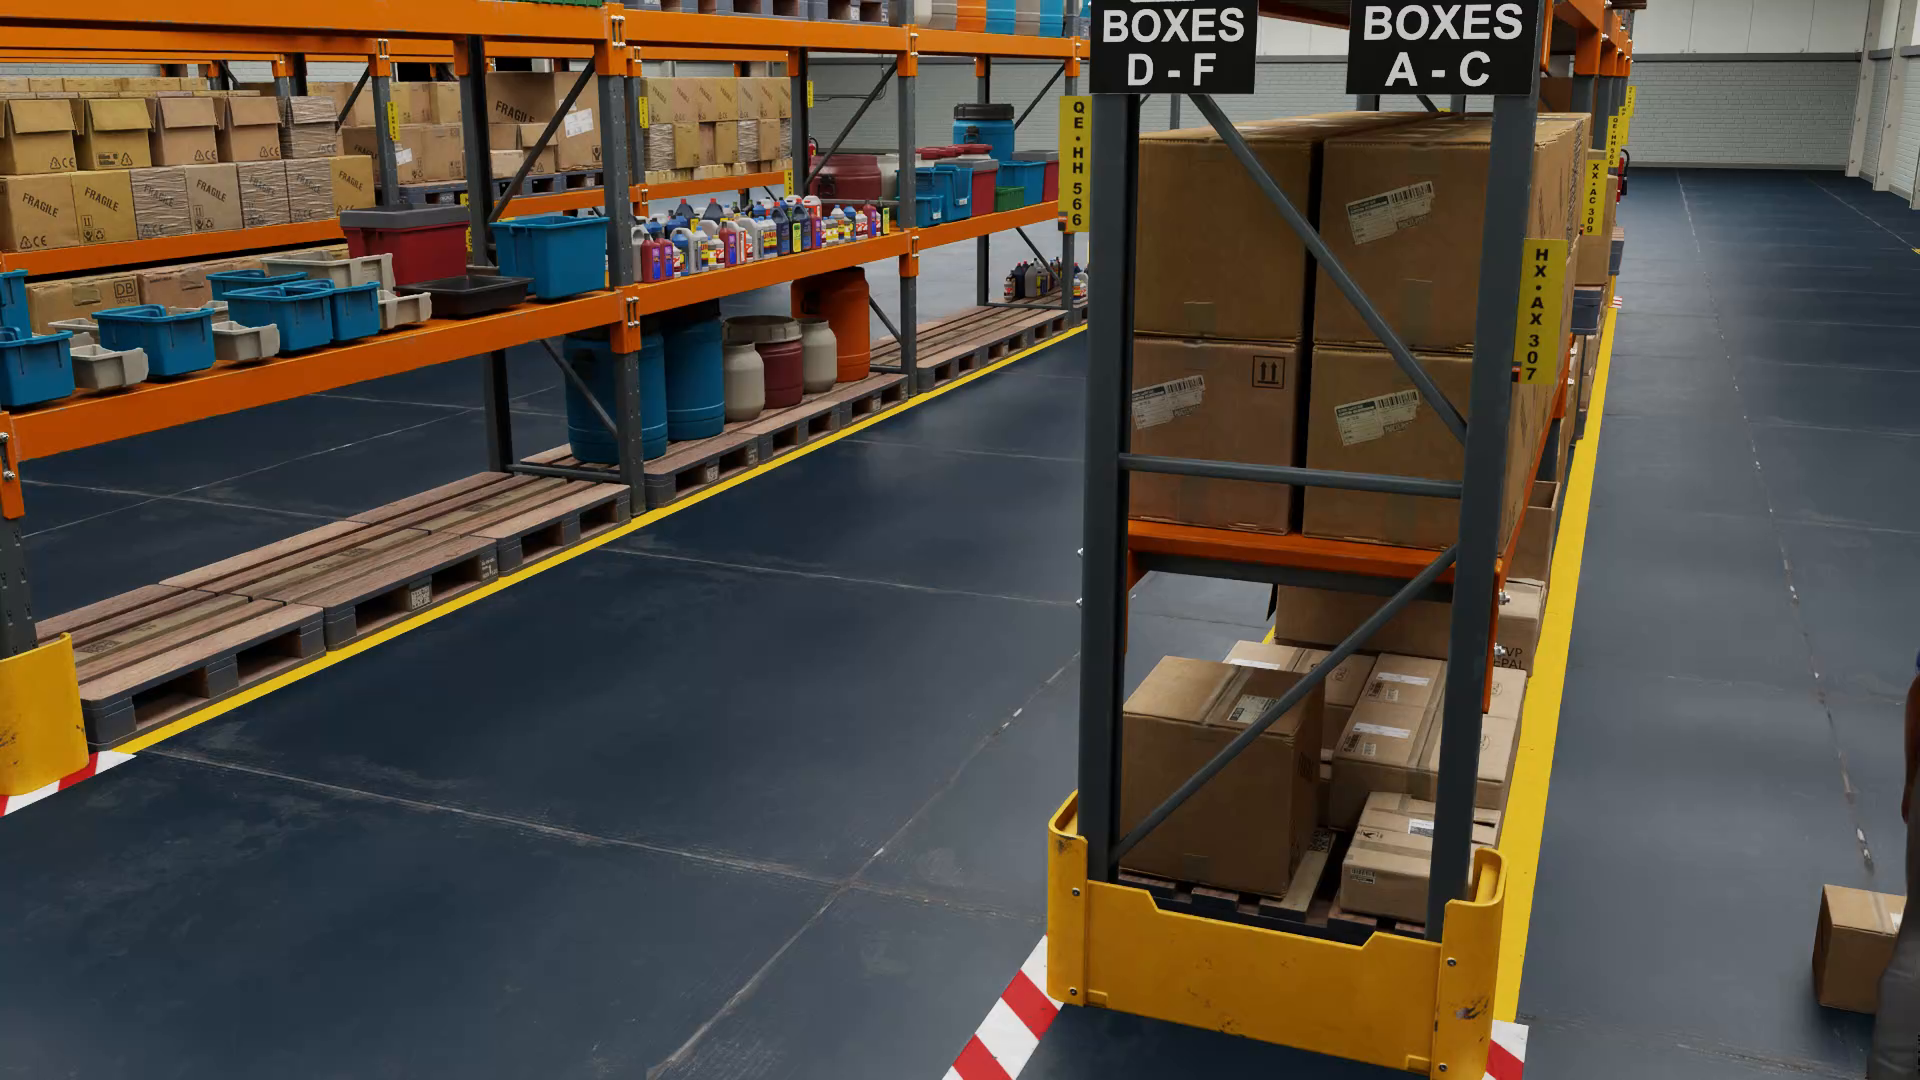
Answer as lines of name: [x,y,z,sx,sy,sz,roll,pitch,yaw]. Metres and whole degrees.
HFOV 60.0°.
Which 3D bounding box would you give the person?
person: [2.393,0.614,3.809,0.454,1.673,0.528,12,20,37]
